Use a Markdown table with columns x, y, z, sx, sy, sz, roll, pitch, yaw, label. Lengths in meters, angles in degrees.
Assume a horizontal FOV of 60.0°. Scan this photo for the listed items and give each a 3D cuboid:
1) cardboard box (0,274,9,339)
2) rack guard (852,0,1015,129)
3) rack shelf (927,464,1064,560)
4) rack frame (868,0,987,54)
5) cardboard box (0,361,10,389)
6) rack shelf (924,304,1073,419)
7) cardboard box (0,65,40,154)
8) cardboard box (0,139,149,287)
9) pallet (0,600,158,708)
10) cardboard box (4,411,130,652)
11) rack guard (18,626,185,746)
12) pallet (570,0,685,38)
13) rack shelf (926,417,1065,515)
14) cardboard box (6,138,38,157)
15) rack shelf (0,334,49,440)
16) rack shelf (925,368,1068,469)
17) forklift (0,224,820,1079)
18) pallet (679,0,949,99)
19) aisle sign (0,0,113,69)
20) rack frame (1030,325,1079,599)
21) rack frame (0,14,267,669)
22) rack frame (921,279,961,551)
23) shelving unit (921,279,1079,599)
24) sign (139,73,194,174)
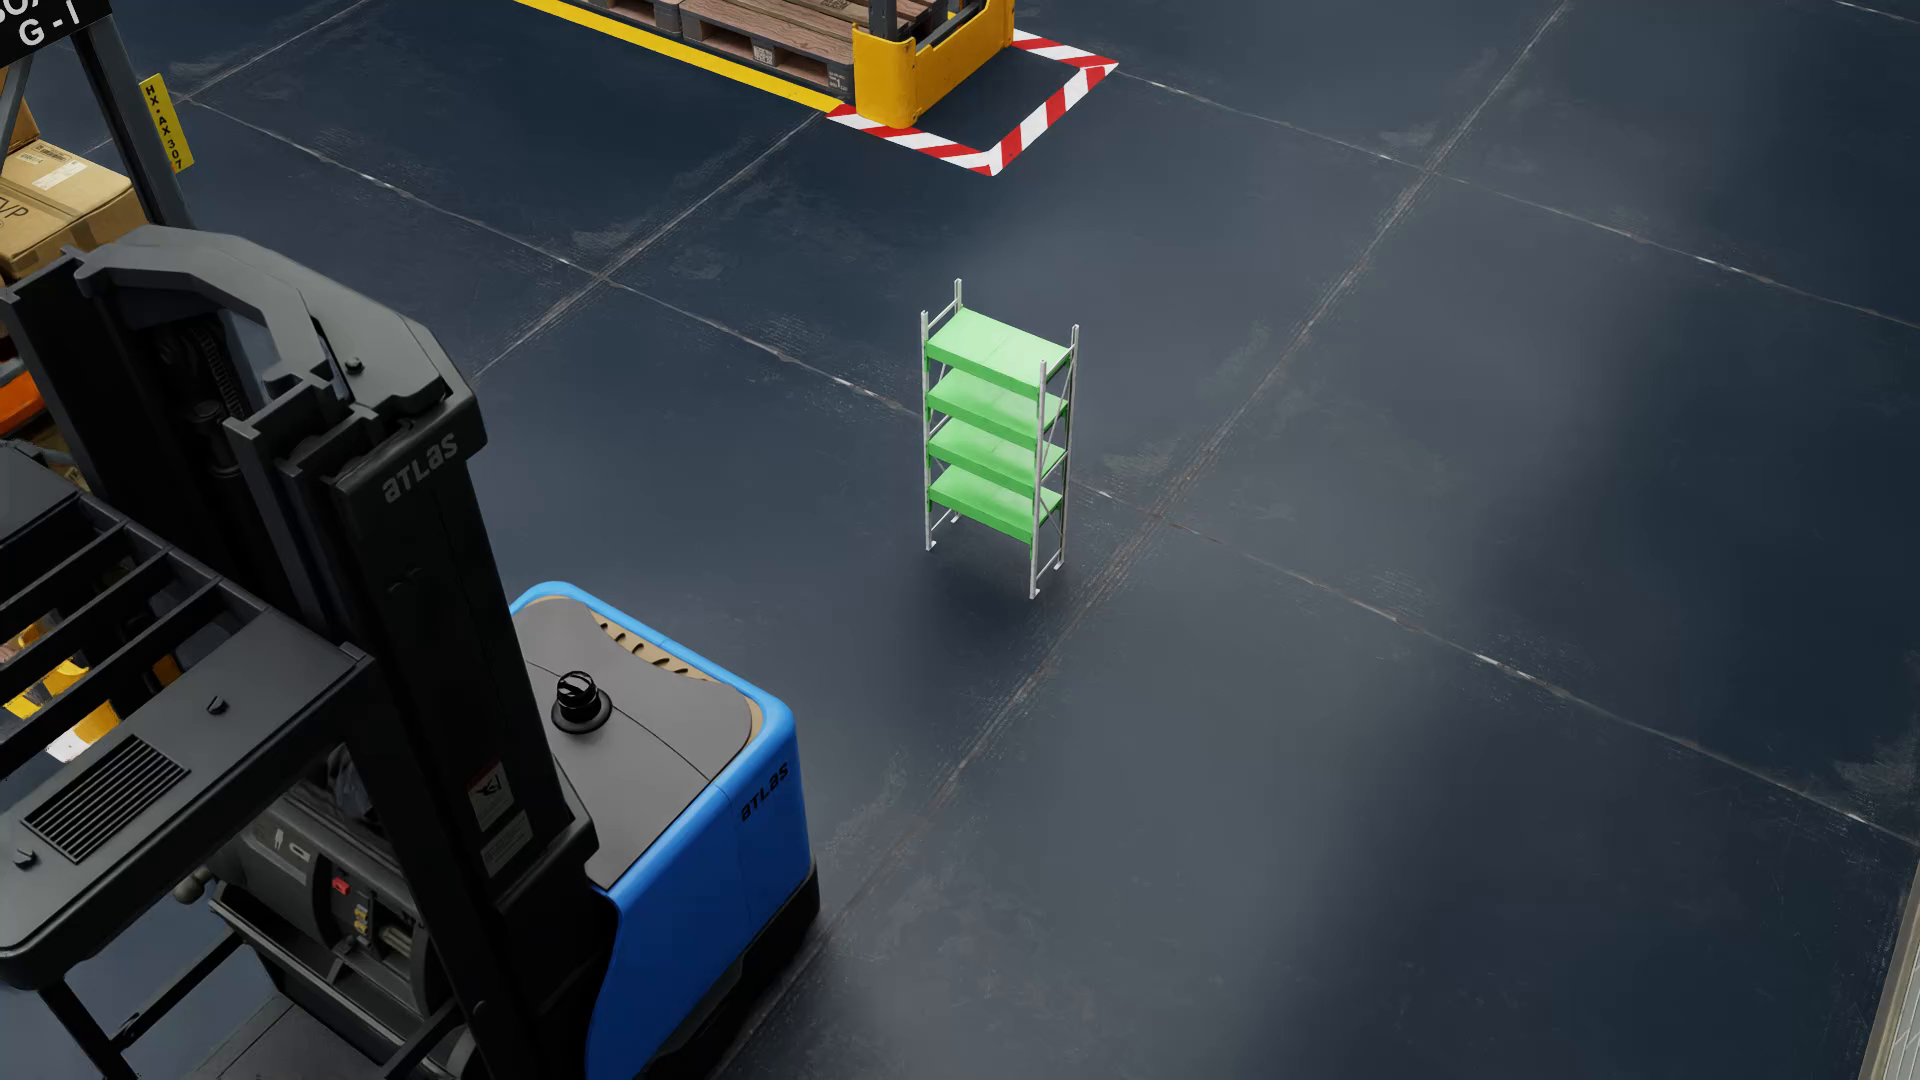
| x | y | z | sx | sy | sz | roll | pitch | yaw | label |
| --- | --- | --- | --- | --- | --- | --- | --- | --- | --- |
| -3.380 | -0.731 | 5.266 | 0.500 | 0.250 | 0.500 | 24 | 50 | 22 | cardboard box |
| -0.128 | -2.770 | 9.093 | 0.348 | 0.500 | 1.175 | 25 | 51 | 22 | rack guard |
| 0.139 | -0.142 | 6.475 | 0.480 | 0.148 | 0.258 | 25 | 51 | 22 | rack shelf |
| -0.155 | -3.642 | 8.198 | 0.127 | 3.000 | 1.000 | 25 | 51 | 22 | rack frame |
| -3.307 | -0.504 | 5.323 | 0.250 | 0.149 | 0.380 | 26 | 51 | 23 | cardboard box |
| 0.139 | -0.644 | 5.959 | 0.480 | 0.148 | 0.258 | 25 | 51 | 22 | rack shelf |
| -3.508 | -1.507 | 5.497 | 0.500 | 0.500 | 0.500 | 24 | 50 | 21 | cardboard box |
| -3.087 | -1.052 | 5.578 | 0.500 | 0.250 | 0.500 | 23 | 50 | 21 | cardboard box |
| -3.544 | 0.057 | 6.547 | 1.213 | 0.211 | 1.003 | 25 | 51 | 22 | pallet |
| -3.411 | -0.258 | 6.097 | 0.875 | 0.875 | 0.875 | 25 | 51 | 22 | cardboard box |
| -2.809 | 0.228 | 6.180 | 0.348 | 0.500 | 1.175 | 25 | 51 | 22 | rack guard |
| -1.851 | -3.486 | 9.990 | 1.213 | 0.211 | 1.003 | 25 | 51 | 22 | pallet |
| 0.139 | -0.310 | 6.303 | 0.480 | 0.148 | 0.258 | 25 | 51 | 22 | rack shelf |
| -3.528 | -1.250 | 5.770 | 0.500 | 0.250 | 0.500 | 24 | 51 | 22 | cardboard box |
| -4.512 | -1.176 | 6.303 | 4.000 | 0.370 | 1.077 | 25 | 51 | 22 | rack shelf |
| 0.139 | -0.477 | 6.131 | 0.480 | 0.148 | 0.258 | 25 | 51 | 22 | rack shelf |
| -1.700 | 0.899 | 3.832 | 1.130 | 2.935 | 3.031 | 26 | 51 | 23 | forklift |
| -0.828 | -3.013 | 9.531 | 1.213 | 0.211 | 1.003 | 25 | 51 | 22 | pallet |
| -2.606 | -1.711 | 4.509 | 0.004 | 0.787 | 0.394 | 25 | 51 | 22 | aisle sign |
| 0.345 | -0.260 | 6.166 | 0.015 | 1.200 | 0.240 | 25 | 51 | 22 | rack frame |
| -2.829 | -0.652 | 5.292 | 0.127 | 3.000 | 1.000 | 25 | 51 | 22 | rack frame |
| -0.066 | -0.449 | 6.349 | 0.015 | 1.200 | 0.240 | 25 | 51 | 22 | rack frame |
| 0.139 | -0.354 | 6.257 | 0.503 | 1.200 | 0.258 | 25 | 51 | 22 | shelving unit |
| -2.524 | -1.314 | 5.277 | 0.005 | 0.325 | 0.100 | 25 | 51 | 22 | sign |
